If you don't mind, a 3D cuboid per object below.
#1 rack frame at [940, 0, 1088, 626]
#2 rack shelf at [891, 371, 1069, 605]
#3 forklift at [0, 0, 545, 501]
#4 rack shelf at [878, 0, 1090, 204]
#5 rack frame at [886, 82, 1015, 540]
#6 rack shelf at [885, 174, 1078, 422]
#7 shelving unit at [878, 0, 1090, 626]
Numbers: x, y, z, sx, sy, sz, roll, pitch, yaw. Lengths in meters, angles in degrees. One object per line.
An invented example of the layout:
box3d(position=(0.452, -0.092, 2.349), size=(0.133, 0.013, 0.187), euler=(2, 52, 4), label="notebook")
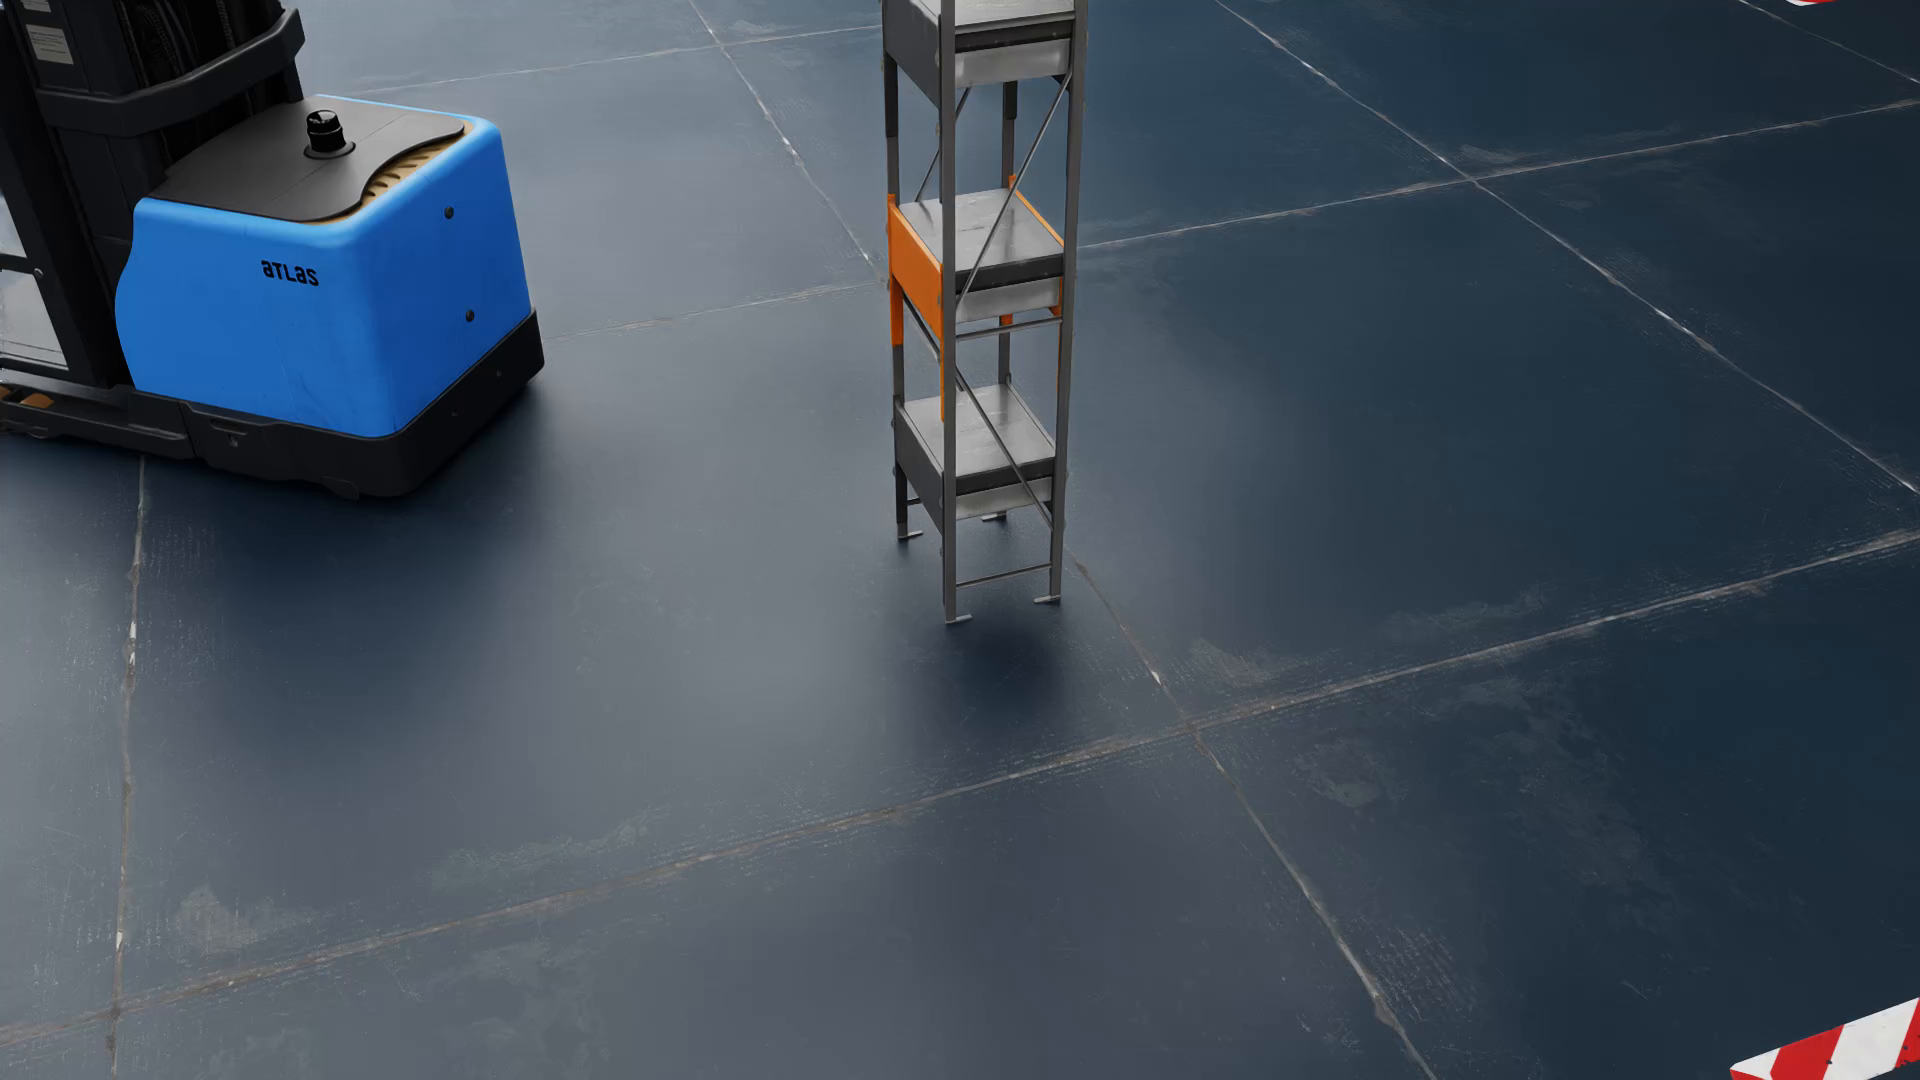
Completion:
box3d(position=(0.141, -0.607, 4.811), size=(0.400, 2.100, 0.015), euler=(-12, 39, -16), label="rack frame")
box3d(position=(0.057, -0.175, 5.423), size=(0.431, 0.518, 0.480), euler=(-12, 39, -16), label="rack shelf")
box3d(position=(-3.211, -1.839, 5.755), size=(3.031, 2.935, 1.130), euler=(12, 39, 15), label="forklift")
box3d(position=(0.057, -1.293, 4.581), size=(0.431, 0.518, 0.480), euler=(-12, 39, -16), label="rack shelf")
box3d(position=(-0.027, -0.883, 5.177), size=(0.400, 2.100, 0.015), euler=(-12, 39, -16), label="rack frame")
box3d(position=(0.057, -0.734, 5.002), size=(0.431, 0.518, 0.480), euler=(-12, 39, -16), label="rack shelf")
box3d(position=(0.057, -0.745, 4.994), size=(0.431, 2.100, 0.503), euler=(-12, 39, -16), label="shelving unit")
